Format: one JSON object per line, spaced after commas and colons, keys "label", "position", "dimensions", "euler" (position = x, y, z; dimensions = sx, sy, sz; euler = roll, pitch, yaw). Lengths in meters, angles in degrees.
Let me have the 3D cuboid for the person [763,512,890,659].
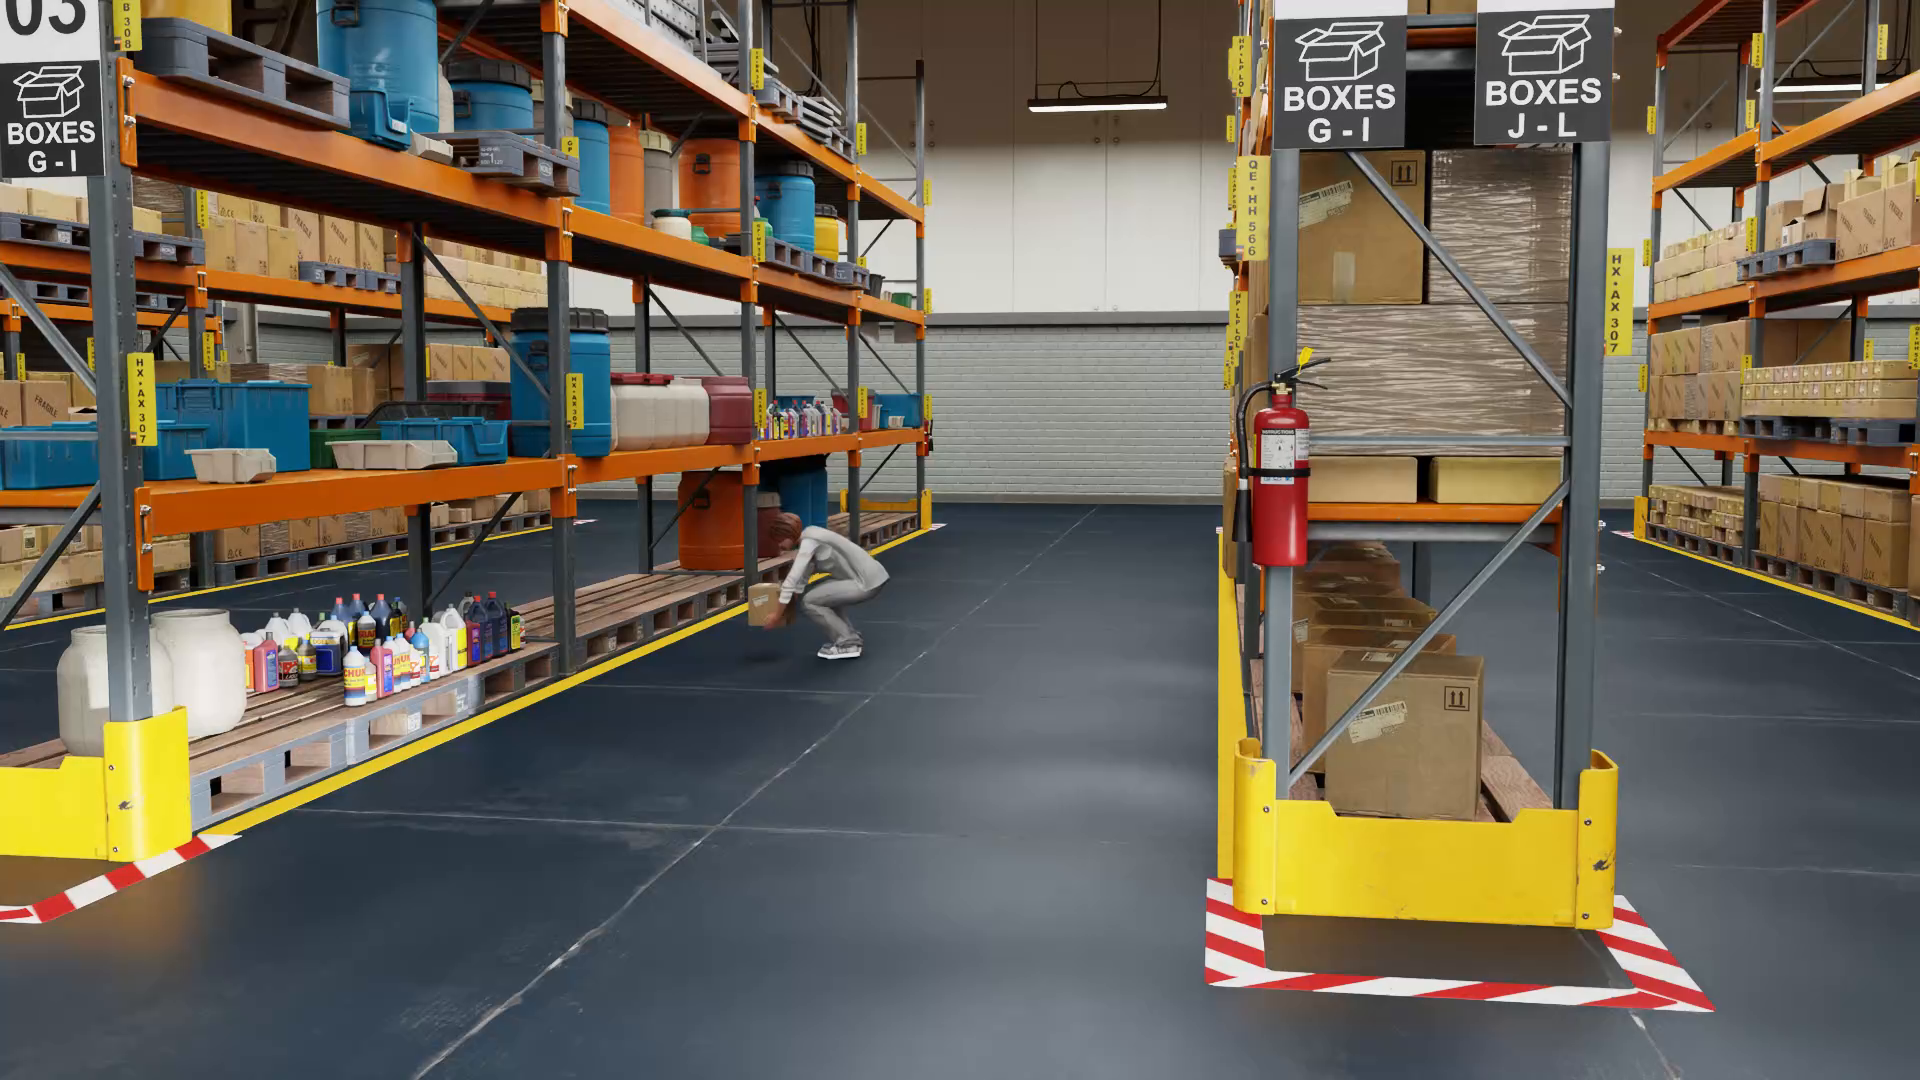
{"label": "person", "position": [-0.857, 0.295, 10.693], "dimensions": [0.798, 0.918, 0.443], "euler": [1, 5, 8]}
